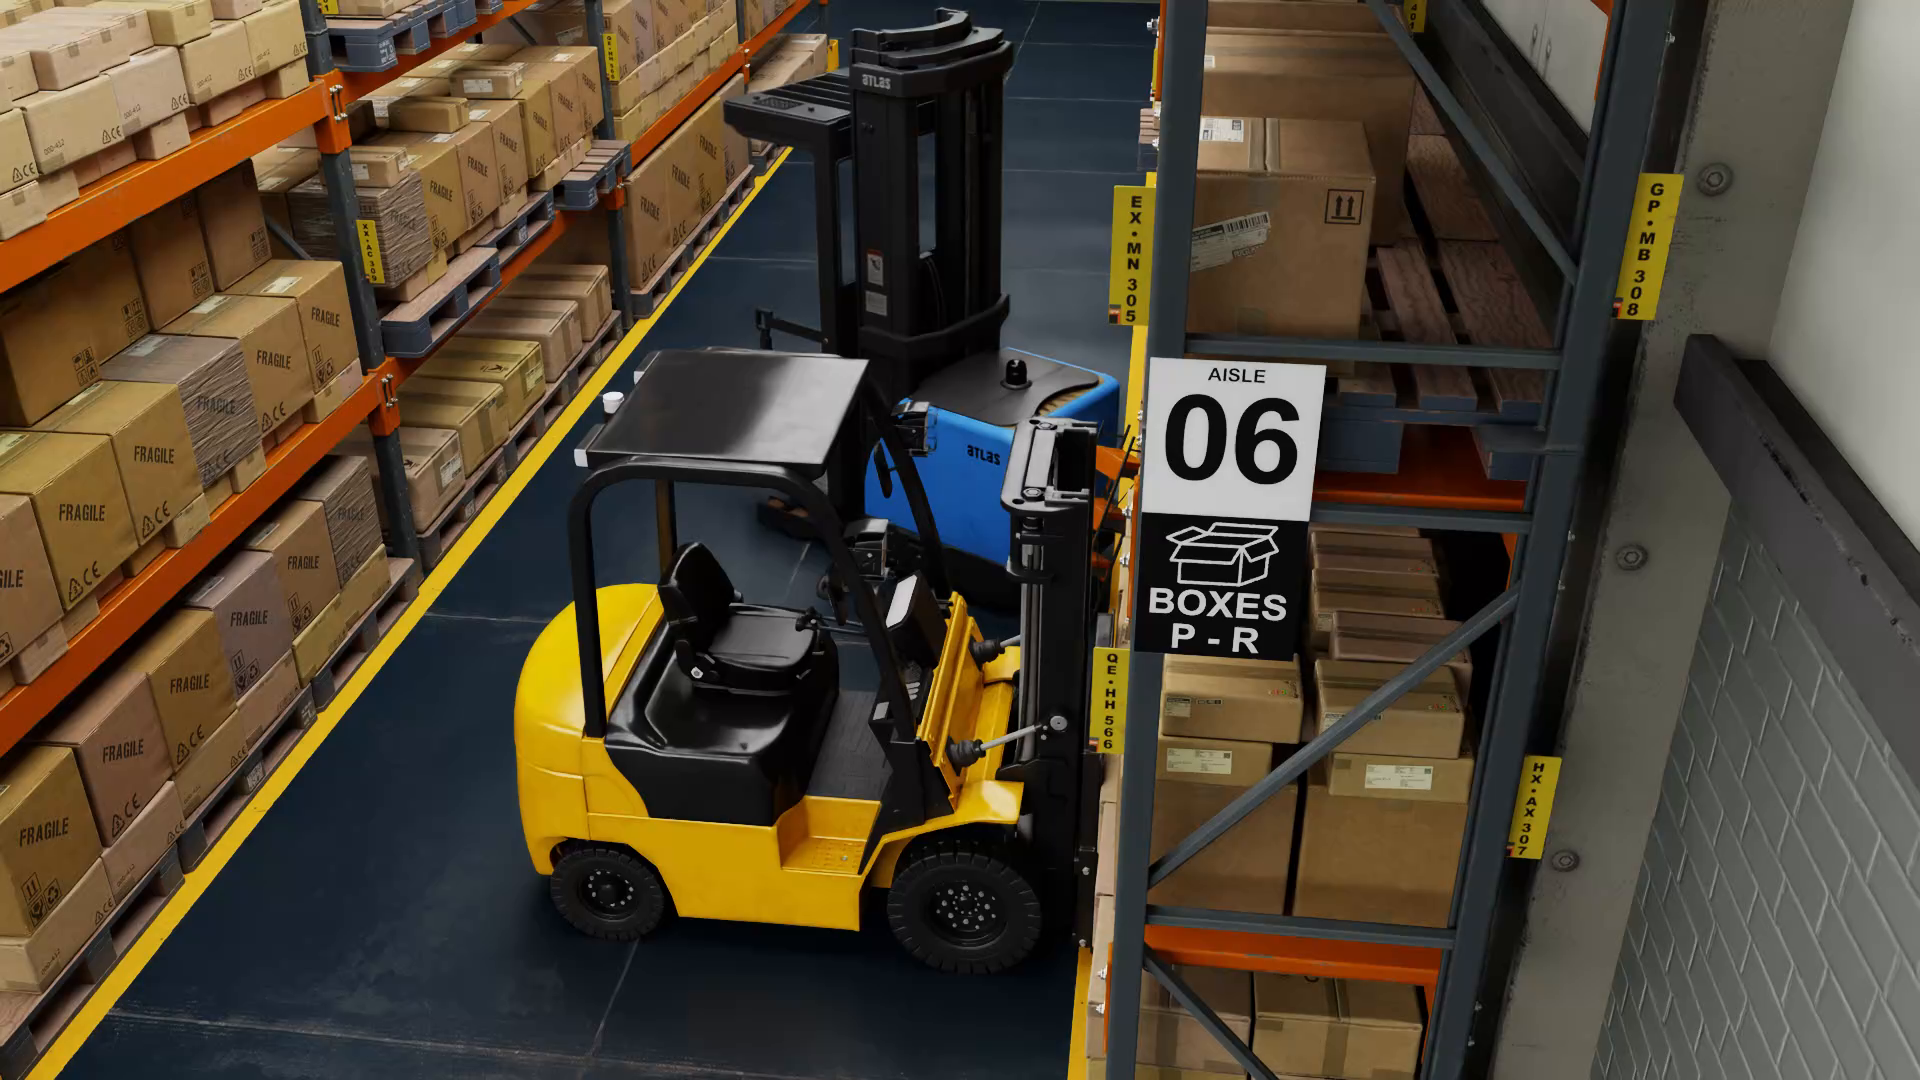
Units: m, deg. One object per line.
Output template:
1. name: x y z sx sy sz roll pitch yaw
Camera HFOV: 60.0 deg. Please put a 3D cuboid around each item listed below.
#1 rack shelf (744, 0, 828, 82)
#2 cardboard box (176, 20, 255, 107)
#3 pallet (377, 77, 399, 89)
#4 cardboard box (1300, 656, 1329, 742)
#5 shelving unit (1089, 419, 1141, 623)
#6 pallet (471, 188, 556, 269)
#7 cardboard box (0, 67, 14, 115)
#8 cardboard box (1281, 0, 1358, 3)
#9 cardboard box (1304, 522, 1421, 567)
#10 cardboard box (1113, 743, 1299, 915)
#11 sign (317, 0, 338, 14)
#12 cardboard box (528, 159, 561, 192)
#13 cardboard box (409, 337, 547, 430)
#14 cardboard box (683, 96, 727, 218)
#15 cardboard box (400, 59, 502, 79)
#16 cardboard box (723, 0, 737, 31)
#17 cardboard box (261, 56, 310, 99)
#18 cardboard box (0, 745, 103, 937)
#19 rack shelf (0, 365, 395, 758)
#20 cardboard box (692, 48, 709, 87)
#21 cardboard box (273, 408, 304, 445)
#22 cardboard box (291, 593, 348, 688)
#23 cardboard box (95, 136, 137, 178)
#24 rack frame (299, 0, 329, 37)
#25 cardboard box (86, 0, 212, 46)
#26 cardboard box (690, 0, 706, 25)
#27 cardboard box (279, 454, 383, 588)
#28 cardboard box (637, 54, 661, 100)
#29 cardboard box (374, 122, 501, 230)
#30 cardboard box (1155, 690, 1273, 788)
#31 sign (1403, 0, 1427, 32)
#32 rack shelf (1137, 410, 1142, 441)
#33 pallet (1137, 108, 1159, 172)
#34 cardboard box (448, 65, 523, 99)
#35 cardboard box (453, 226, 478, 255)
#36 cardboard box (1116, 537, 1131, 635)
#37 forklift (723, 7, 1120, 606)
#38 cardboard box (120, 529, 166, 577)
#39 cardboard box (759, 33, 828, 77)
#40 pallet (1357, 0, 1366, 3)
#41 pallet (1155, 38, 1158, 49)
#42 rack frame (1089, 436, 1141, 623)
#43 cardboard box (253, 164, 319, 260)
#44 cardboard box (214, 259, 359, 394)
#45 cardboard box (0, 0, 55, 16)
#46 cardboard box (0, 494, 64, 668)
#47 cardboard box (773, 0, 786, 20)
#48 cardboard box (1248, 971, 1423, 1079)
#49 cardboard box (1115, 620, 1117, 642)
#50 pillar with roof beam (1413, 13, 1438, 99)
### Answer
1. rack shelf: -2.282 -5.486 17.529 1.077 0.370 4.000 3 28 6
2. cardboard box: -3.356 -2.020 7.019 0.500 0.250 0.500 3 28 5
3. pallet: -7.106 -5.341 19.441 1.003 0.211 1.213 3 28 6
4. cardboard box: 1.195 0.480 4.908 0.380 0.149 0.250 3 28 6
5. shelving unit: 0.728 -0.093 8.803 0.215 1.050 0.252 7 20 -39
6. pallet: -3.220 -1.960 10.428 1.003 0.211 1.213 3 28 6
7. cardboard box: -3.492 -1.517 5.665 0.380 0.149 0.250 4 29 8
8. cardboard box: 1.718 -2.636 8.035 0.380 0.149 0.250 3 28 6
9. cardboard box: 1.319 -0.020 5.521 0.380 0.149 0.250 4 29 8
10. cardboard box: 0.729 0.783 5.029 0.500 0.500 0.500 3 28 5
11. sign: -2.968 -2.616 7.736 0.100 0.325 0.005 3 28 6
12. cardboard box: -2.830 -2.385 10.836 0.380 0.149 0.250 4 29 7
13. cardboard box: -3.278 -1.037 10.840 0.950 0.372 0.625 4 29 8
14. cardboard box: -2.627 -3.389 14.675 0.875 0.875 0.875 4 29 8
15. cardboard box: -3.359 -2.894 11.098 0.500 0.500 0.500 5 29 9
16. cardboard box: -2.340 -4.794 15.117 0.500 0.250 0.500 3 28 6
17. cardboard box: -3.243 -2.139 7.661 0.380 0.149 0.250 3 29 6
18. cardboard box: -3.622 1.108 6.197 0.500 0.500 0.500 2 28 4
19. rack shelf: -3.753 0.162 7.045 1.077 0.370 4.000 3 28 6
20. cardboard box: -2.477 -4.094 14.344 0.500 0.250 0.500 3 28 5
21. cardboard box: -3.378 -0.580 7.929 0.380 0.149 0.250 3 29 6
22. cardboard box: -3.369 0.475 8.162 0.500 0.250 0.500 3 28 5
23. cardboard box: -3.500 -1.539 6.546 0.380 0.149 0.250 4 29 7
24. rack frame: -3.508 -3.737 7.199 1.000 3.000 0.127 3 28 6
25. cardboard box: -3.308 -2.121 6.786 0.380 0.149 0.250 4 29 8
26. cardboard box: -2.471 -4.639 14.039 0.500 0.500 0.500 4 29 8
27. cardboard box: -3.314 -0.106 8.450 0.500 0.500 0.500 3 28 5
28. cardboard box: -2.646 -3.600 12.901 0.500 0.250 0.500 4 29 7
29. cardboard box: -3.031 -2.127 9.675 0.500 0.500 0.500 3 28 6
30. cardboard box: 0.693 0.565 4.750 0.380 0.149 0.250 4 29 7
31. sign: 1.970 -2.361 7.178 0.100 0.325 0.005 3 28 6
32. rack shelf: 1.664 -1.434 10.007 1.077 0.370 4.000 3 28 6
33. pallet: 1.923 -2.931 12.230 1.213 0.211 1.003 3 28 6
34. cardboard box: -2.938 -2.838 10.309 0.380 0.149 0.250 2 28 4
35. cardboard box: -3.055 -1.785 9.724 0.380 0.149 0.250 4 29 7
36. cardboard box: 0.976 0.226 7.570 0.500 0.250 0.500 3 28 6
37. forklift: -0.581 -1.486 9.418 3.031 2.935 1.130 20 34 32
38. cardboard box: -3.511 0.019 6.817 0.380 0.149 0.250 3 28 5
39. cardboard box: -2.019 -5.485 19.027 0.875 0.438 0.875 2 28 4
40. pallet: 1.781 -3.078 9.338 1.003 0.211 1.213 5 29 9
41. pallet: 2.193 -4.121 14.438 1.003 0.211 1.213 3 28 6
42. rack frame: 0.795 -0.044 8.713 0.200 1.050 0.008 7 20 -39
43. cardboard box: -3.679 -1.686 8.856 0.500 0.500 0.500 3 28 5
44. cardboard box: -3.315 -1.047 8.112 0.500 0.500 0.500 3 28 5
45. cardboard box: -3.973 -2.158 6.854 0.380 0.149 0.250 3 28 6
46. cardboard box: -3.604 0.161 5.869 0.500 0.500 0.500 4 29 8
47. cardboard box: -2.077 -5.582 16.842 0.500 0.500 0.500 4 29 7
48. cardboard box: 1.176 1.444 5.309 0.500 0.250 0.500 3 28 5
49. cardboard box: 1.031 0.425 8.255 0.500 0.250 0.500 4 29 7
50. pillar with roof beam: -1.629 -4.917 9.389 9.100 9.000 0.400 3 28 6
